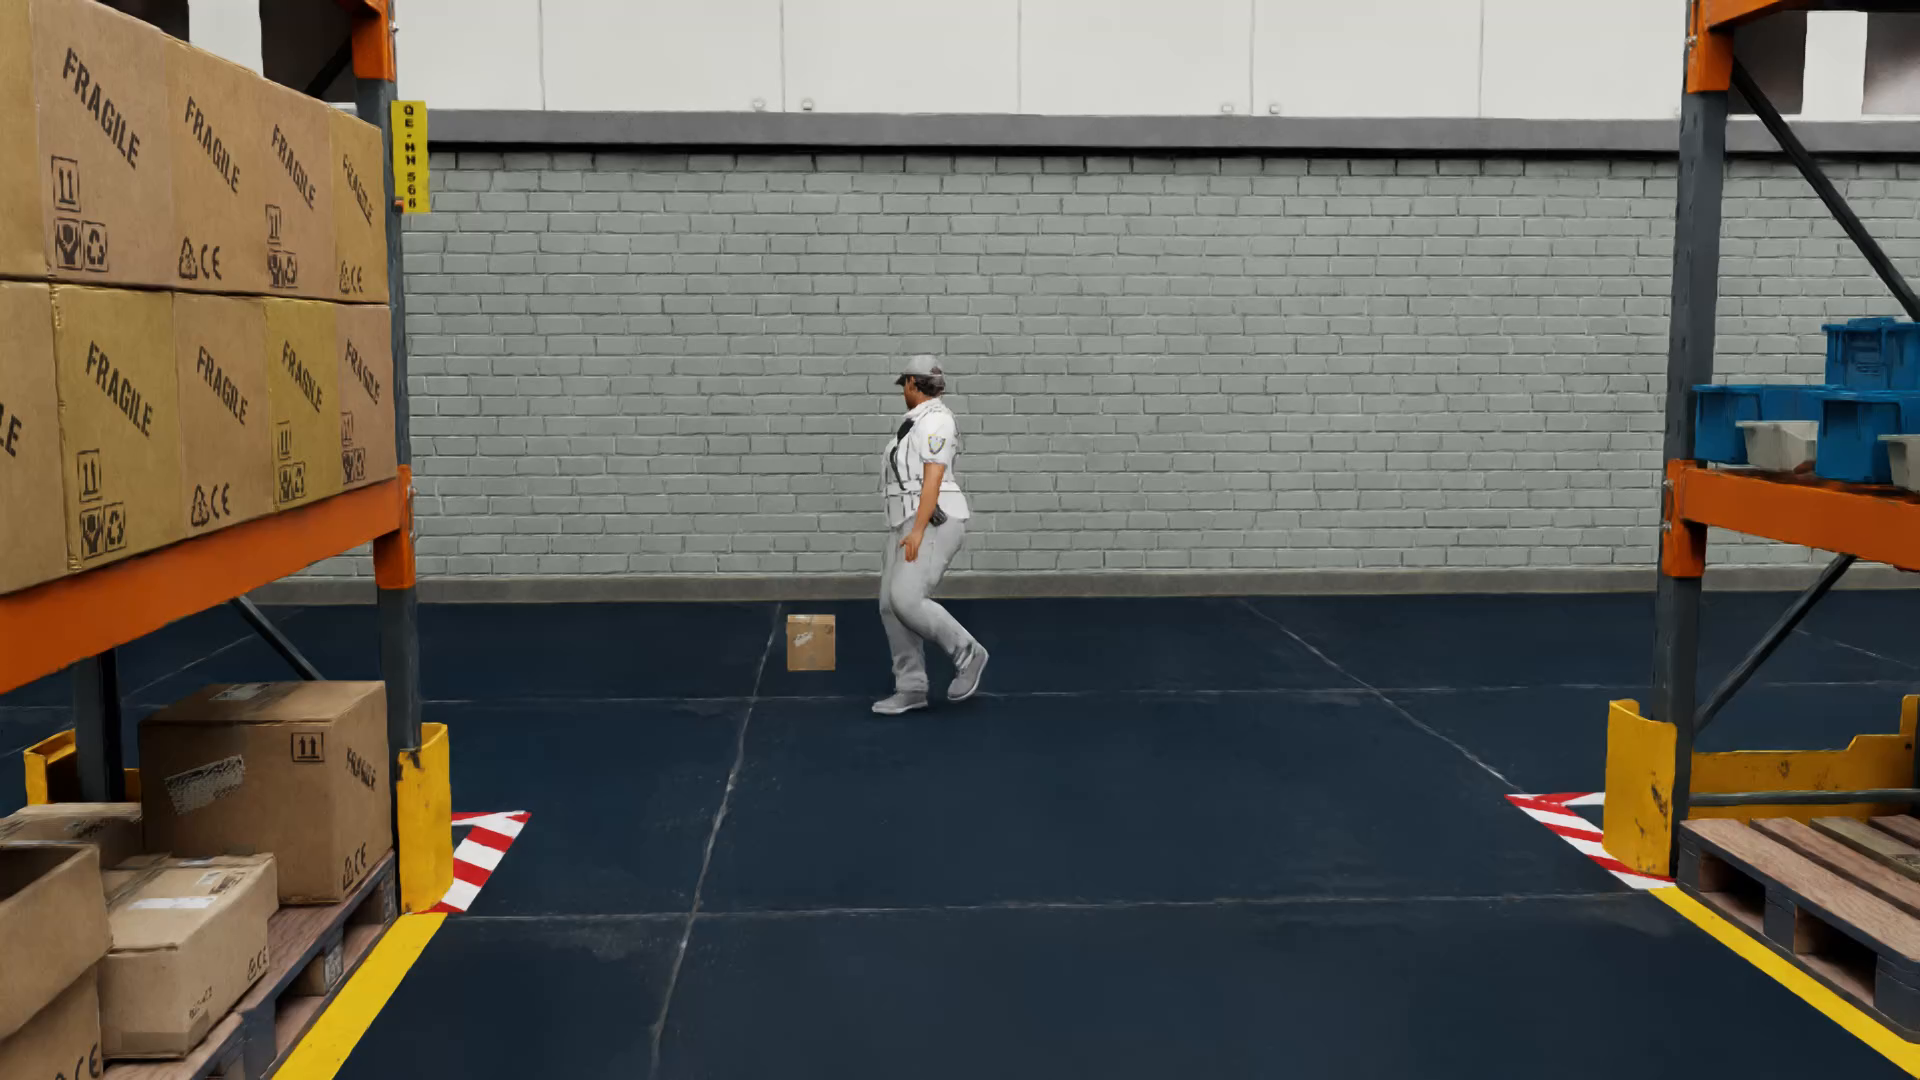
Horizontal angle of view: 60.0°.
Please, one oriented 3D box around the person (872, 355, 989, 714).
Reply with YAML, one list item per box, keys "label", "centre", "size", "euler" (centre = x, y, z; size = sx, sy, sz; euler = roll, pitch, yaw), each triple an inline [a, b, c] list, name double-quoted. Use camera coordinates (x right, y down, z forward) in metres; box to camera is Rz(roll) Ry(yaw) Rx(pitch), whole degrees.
- label: "person"
  centre: [-0.194, -0.038, 7.693]
  size: [0.548, 1.626, 0.561]
  euler: [-3, 7, -20]
